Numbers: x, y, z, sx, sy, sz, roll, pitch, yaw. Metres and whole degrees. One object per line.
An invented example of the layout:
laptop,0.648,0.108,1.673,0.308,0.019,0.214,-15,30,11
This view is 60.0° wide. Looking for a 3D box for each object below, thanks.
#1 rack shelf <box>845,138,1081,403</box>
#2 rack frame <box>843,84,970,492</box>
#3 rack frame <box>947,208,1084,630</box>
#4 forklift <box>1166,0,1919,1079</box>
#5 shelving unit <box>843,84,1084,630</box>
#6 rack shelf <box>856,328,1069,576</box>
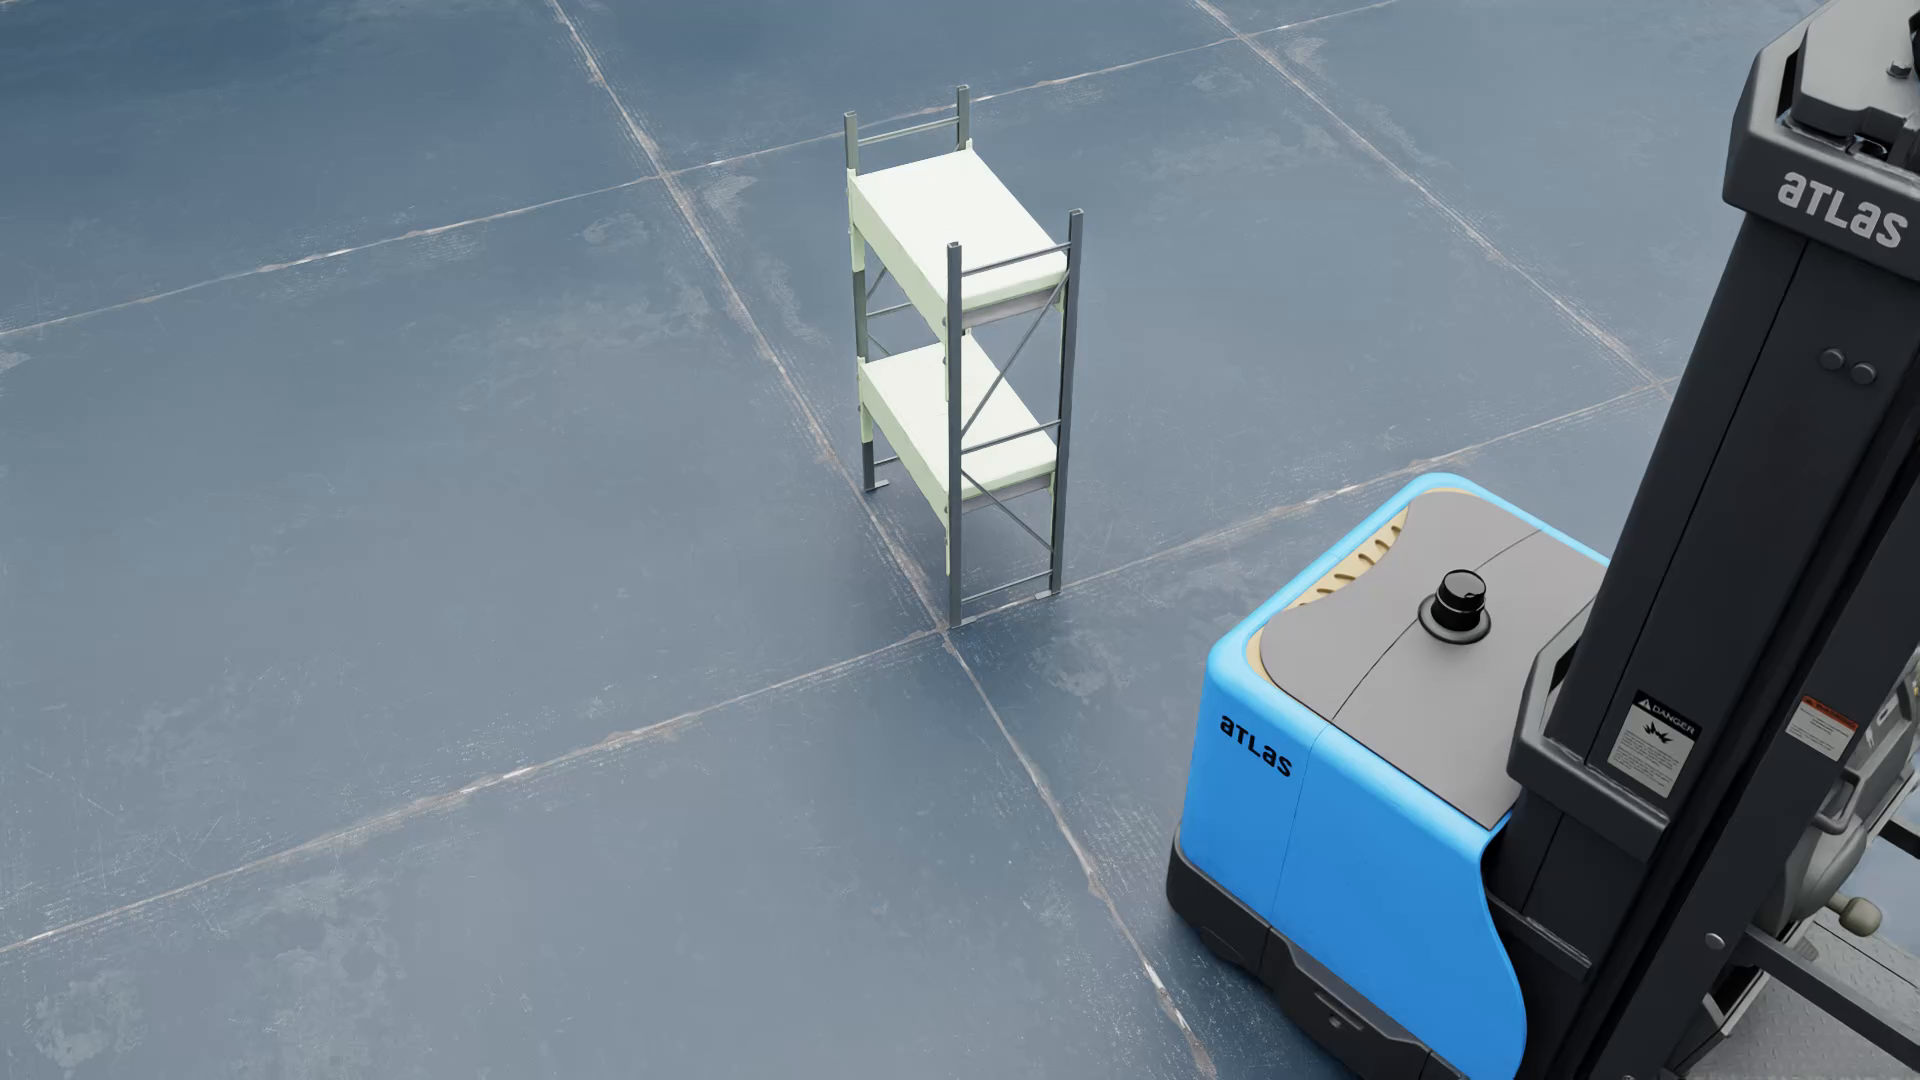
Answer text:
rack shelf,-0.003,-0.816,4.953,0.431,0.370,0.720,-18,47,-17
rack frame,-0.157,-0.771,5.464,0.400,1.500,0.023,-18,47,-17
rack frame,0.151,-0.305,4.991,0.400,1.500,0.023,-18,47,-17
forklift,1.968,0.490,3.167,1.130,2.935,3.031,-35,54,-30
shelving unit,-0.003,-0.538,5.228,0.431,1.500,0.755,-18,47,-17
rack shelf,-0.003,-0.306,5.457,0.431,0.370,0.720,-18,47,-17
